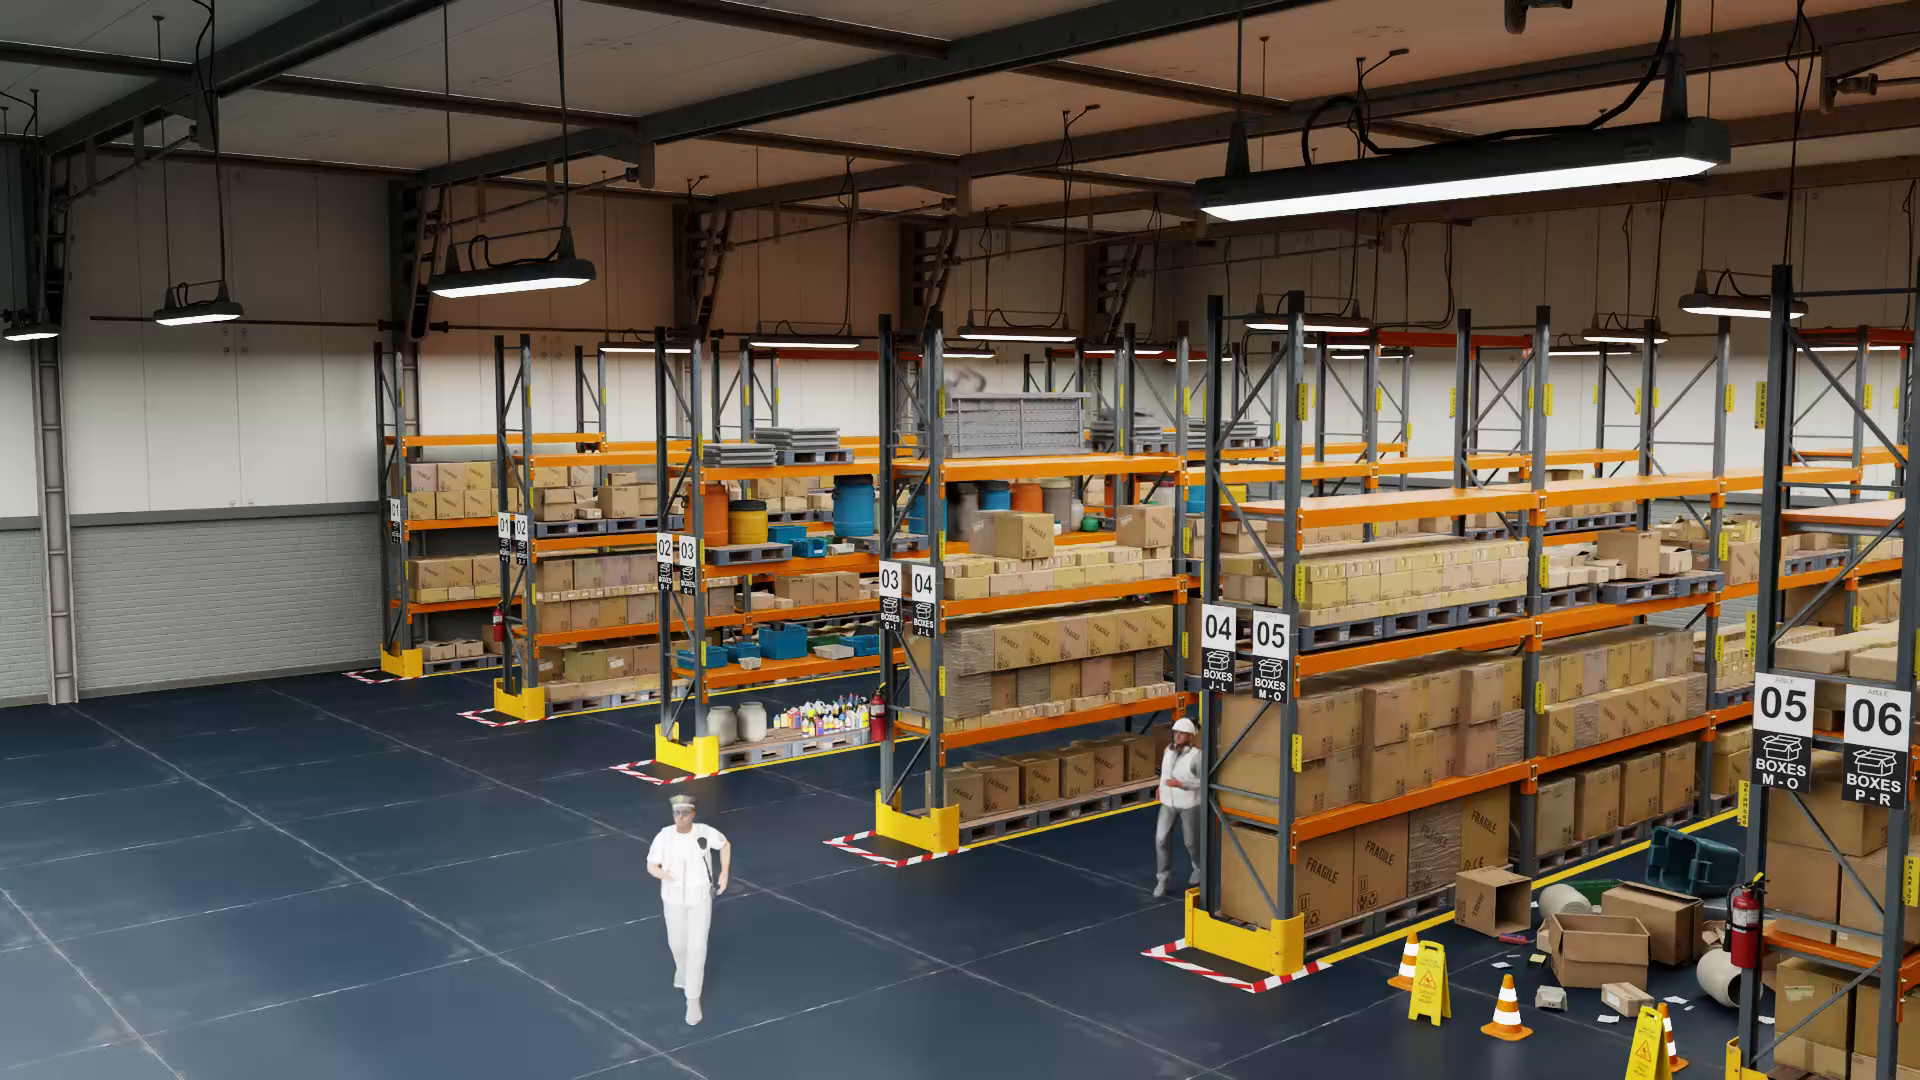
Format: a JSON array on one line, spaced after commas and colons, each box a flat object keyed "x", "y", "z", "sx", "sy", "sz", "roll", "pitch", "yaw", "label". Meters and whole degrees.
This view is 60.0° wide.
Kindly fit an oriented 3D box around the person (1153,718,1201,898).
[{"x": 2.277, "y": 2.727, "z": 17.063, "sx": 0.636, "sy": 1.823, "sz": 0.769, "roll": 4, "pitch": 6, "yaw": 35, "label": "person"}]

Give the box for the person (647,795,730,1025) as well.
[{"x": -2.283, "y": 3.016, "z": 13.936, "sx": 0.669, "sy": 1.800, "sz": 0.969, "roll": 0, "pitch": 5, "yaw": -1, "label": "person"}]
